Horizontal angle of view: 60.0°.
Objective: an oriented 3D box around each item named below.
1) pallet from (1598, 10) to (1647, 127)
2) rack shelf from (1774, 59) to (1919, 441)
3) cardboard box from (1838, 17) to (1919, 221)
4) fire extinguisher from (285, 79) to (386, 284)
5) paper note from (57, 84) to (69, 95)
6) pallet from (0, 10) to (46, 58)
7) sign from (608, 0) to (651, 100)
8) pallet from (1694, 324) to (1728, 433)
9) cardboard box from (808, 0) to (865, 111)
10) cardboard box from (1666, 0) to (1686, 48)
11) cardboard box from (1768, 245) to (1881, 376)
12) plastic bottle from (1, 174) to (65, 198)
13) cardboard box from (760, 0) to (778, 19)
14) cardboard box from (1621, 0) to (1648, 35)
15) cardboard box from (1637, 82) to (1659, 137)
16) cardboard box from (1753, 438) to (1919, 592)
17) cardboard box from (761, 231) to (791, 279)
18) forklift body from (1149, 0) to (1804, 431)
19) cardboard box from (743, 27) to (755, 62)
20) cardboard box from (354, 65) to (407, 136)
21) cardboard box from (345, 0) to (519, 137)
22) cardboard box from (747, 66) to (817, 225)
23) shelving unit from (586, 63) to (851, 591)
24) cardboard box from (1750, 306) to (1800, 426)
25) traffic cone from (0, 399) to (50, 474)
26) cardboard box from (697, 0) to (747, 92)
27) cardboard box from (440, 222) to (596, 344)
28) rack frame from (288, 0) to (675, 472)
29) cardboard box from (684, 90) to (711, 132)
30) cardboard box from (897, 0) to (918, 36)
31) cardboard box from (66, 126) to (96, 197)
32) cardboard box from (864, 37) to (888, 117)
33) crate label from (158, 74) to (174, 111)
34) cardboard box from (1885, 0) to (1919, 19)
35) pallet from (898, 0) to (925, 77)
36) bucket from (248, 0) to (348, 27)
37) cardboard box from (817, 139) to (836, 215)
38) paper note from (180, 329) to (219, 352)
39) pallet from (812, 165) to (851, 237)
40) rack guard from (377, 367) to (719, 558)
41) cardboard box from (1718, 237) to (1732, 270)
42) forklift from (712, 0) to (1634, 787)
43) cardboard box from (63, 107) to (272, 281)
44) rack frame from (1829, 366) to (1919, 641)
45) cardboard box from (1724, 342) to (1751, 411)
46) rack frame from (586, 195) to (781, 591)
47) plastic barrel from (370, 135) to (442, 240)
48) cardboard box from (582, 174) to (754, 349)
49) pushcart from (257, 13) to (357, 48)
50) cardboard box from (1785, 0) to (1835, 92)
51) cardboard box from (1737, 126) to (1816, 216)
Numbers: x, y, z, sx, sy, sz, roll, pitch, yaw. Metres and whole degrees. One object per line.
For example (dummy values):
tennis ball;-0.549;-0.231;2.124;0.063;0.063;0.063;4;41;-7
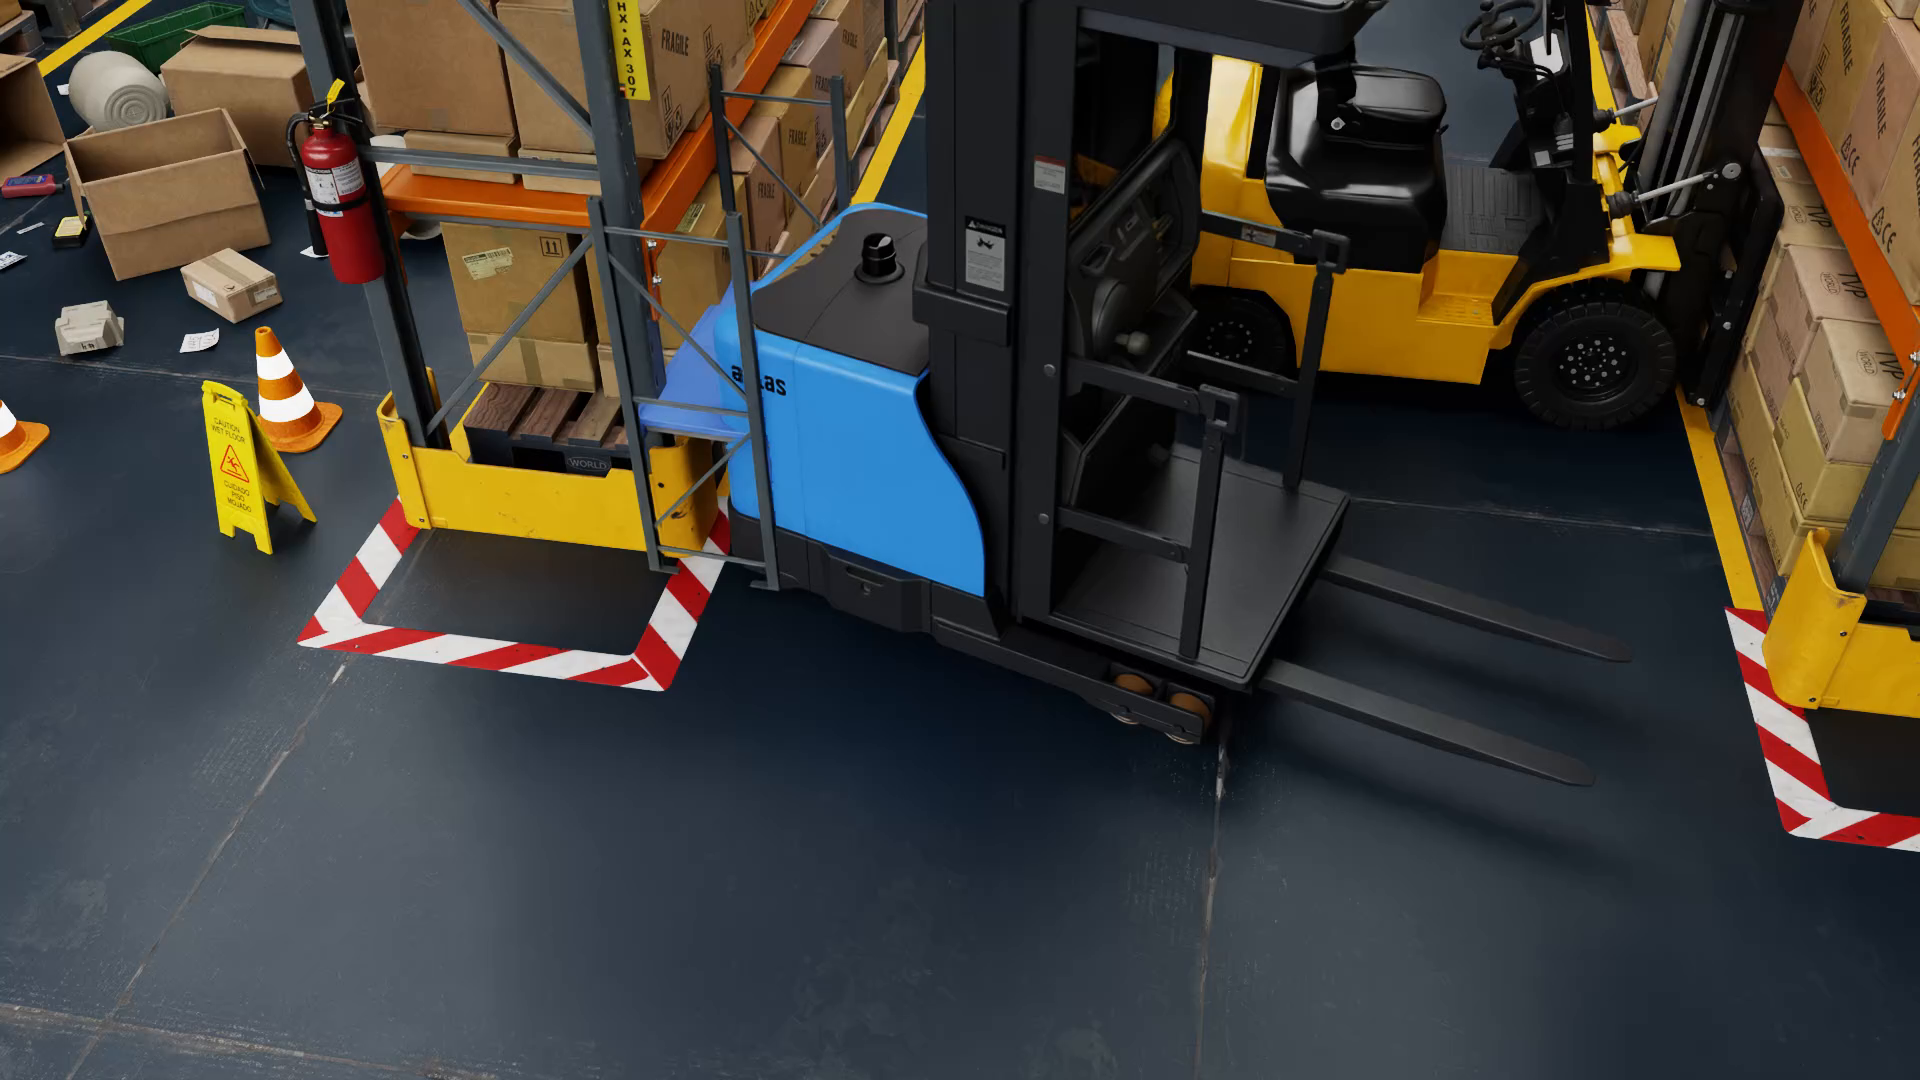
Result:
pallet;4.137;-2.565;9.187;1.003;0.211;1.213;6;40;8
rack shelf;3.701;-1.640;6.445;1.077;0.370;4.000;6;40;8
cardboard box;3.281;-1.363;5.467;0.500;0.500;0.500;8;40;9
fire extinguisher;-2.008;-1.157;5.356;0.296;0.674;0.183;6;40;8
paper note;-4.959;-2.534;9.291;0.147;0.020;0.142;-20;44;-23
pallet;-5.943;-2.657;9.298;1.003;0.211;1.213;6;40;8
sign;-1.000;-1.481;5.008;0.100;0.325;0.005;6;40;8
pallet;3.660;-0.836;7.095;1.003;0.211;1.213;6;40;8
cardboard box;-0.766;-2.389;8.025;0.500;0.500;0.500;7;40;8
cardboard box;3.655;-2.391;7.832;0.500;0.250;0.500;6;40;7
cardboard box;3.210;-0.795;5.901;0.500;0.250;0.500;7;40;8
plastic bottle;-4.645;-1.781;8.356;0.283;0.061;0.133;-6;40;-8
cardboard box;-0.954;-2.274;6.843;0.380;0.149;0.250;5;40;6
cardboard box;4.269;-3.234;9.342;0.875;0.625;0.625;6;40;7
cardboard box;3.638;-2.008;8.153;0.500;0.250;0.500;7;40;8
cardboard box;3.125;-0.094;5.838;0.500;0.250;0.500;7;40;8
cardboard box;-1.026;-1.105;7.061;0.500;0.250;0.500;8;40;9
forklift body;1.887;-1.727;6.651;2.313;2.155;1.214;6;40;8
cardboard box;-1.015;-1.939;6.438;0.380;0.149;0.250;7;40;9
cardboard box;-3.097;-2.390;8.932;0.258;0.266;0.396;-20;44;-23
cardboard box;-1.712;-1.732;5.679;0.500;0.500;0.500;6;40;7
cardboard box;-0.938;-1.732;7.231;0.500;0.500;0.500;7;40;9
shelving unit;-0.770;-0.755;5.940;0.538;1.500;1.048;9;40;12
cardboard box;3.229;-0.611;6.071;0.500;0.250;0.500;6;40;7
traffic cone;-3.882;-0.551;6.553;0.336;0.463;0.334;6;40;8
cardboard box;-1.093;-1.953;5.946;0.500;0.500;0.500;8;40;9
cardboard box;-1.652;-1.130;6.503;0.500;0.500;0.500;7;40;8
rack frame;-1.534;-1.208;5.357;1.000;3.000;0.127;6;40;8
cardboard box;-1.116;-1.619;6.051;0.380;0.149;0.250;5;40;6
cardboard box;-0.754;-3.196;9.495;0.950;0.372;0.625;7;40;8
cardboard box;-4.218;-1.865;8.297;0.396;0.266;0.258;13;41;15
cardboard box;-0.680;-2.419;8.651;0.500;0.250;0.500;8;40;10
crate label;-4.272;-2.501;9.167;0.298;0.136;0.250;-20;44;-23
cardboard box;3.313;-1.846;5.542;0.380;0.149;0.250;5;40;6
pallet;-0.709;-3.132;9.873;1.003;0.211;1.213;6;40;8
bucket;-3.488;-3.185;9.124;0.726;0.611;0.620;20;34;23
cardboard box;-0.854;-1.765;7.860;0.500;0.250;0.500;7;40;8
paper note;-3.331;-0.876;7.286;0.148;0.019;0.142;-6;40;-8
pallet;-1.132;-1.450;7.838;1.003;0.211;1.213;6;40;8
rack guard;-1.521;-0.292;6.211;1.175;0.500;0.348;6;40;8
cardboard box;3.388;-1.251;6.845;0.500;0.250;0.500;6;40;8
forklift;0.717;-0.852;4.980;3.031;2.935;1.130;18;43;21
cardboard box;-3.724;-1.627;7.823;0.797;0.503;0.637;-20;44;-23
rack frame;3.355;-0.663;4.697;1.000;3.000;0.127;6;40;8
cardboard box;3.316;-0.718;6.593;0.500;0.250;0.500;7;40;8
rack frame;-0.898;-0.441;5.562;0.500;1.500;0.032;9;40;12
plastic barrel;-2.668;-1.678;7.947;0.421;0.421;0.512;-28;47;-30
cardboard box;-1.119;-1.089;6.453;0.500;0.500;0.500;5;40;6
pushcart;-3.096;-2.927;9.494;1.648;0.377;0.936;-6;40;-8
cardboard box;3.445;-2.002;6.239;0.500;0.500;0.500;7;40;8
cardboard box;3.383;-1.429;6.669;0.500;0.250;0.500;6;40;7
